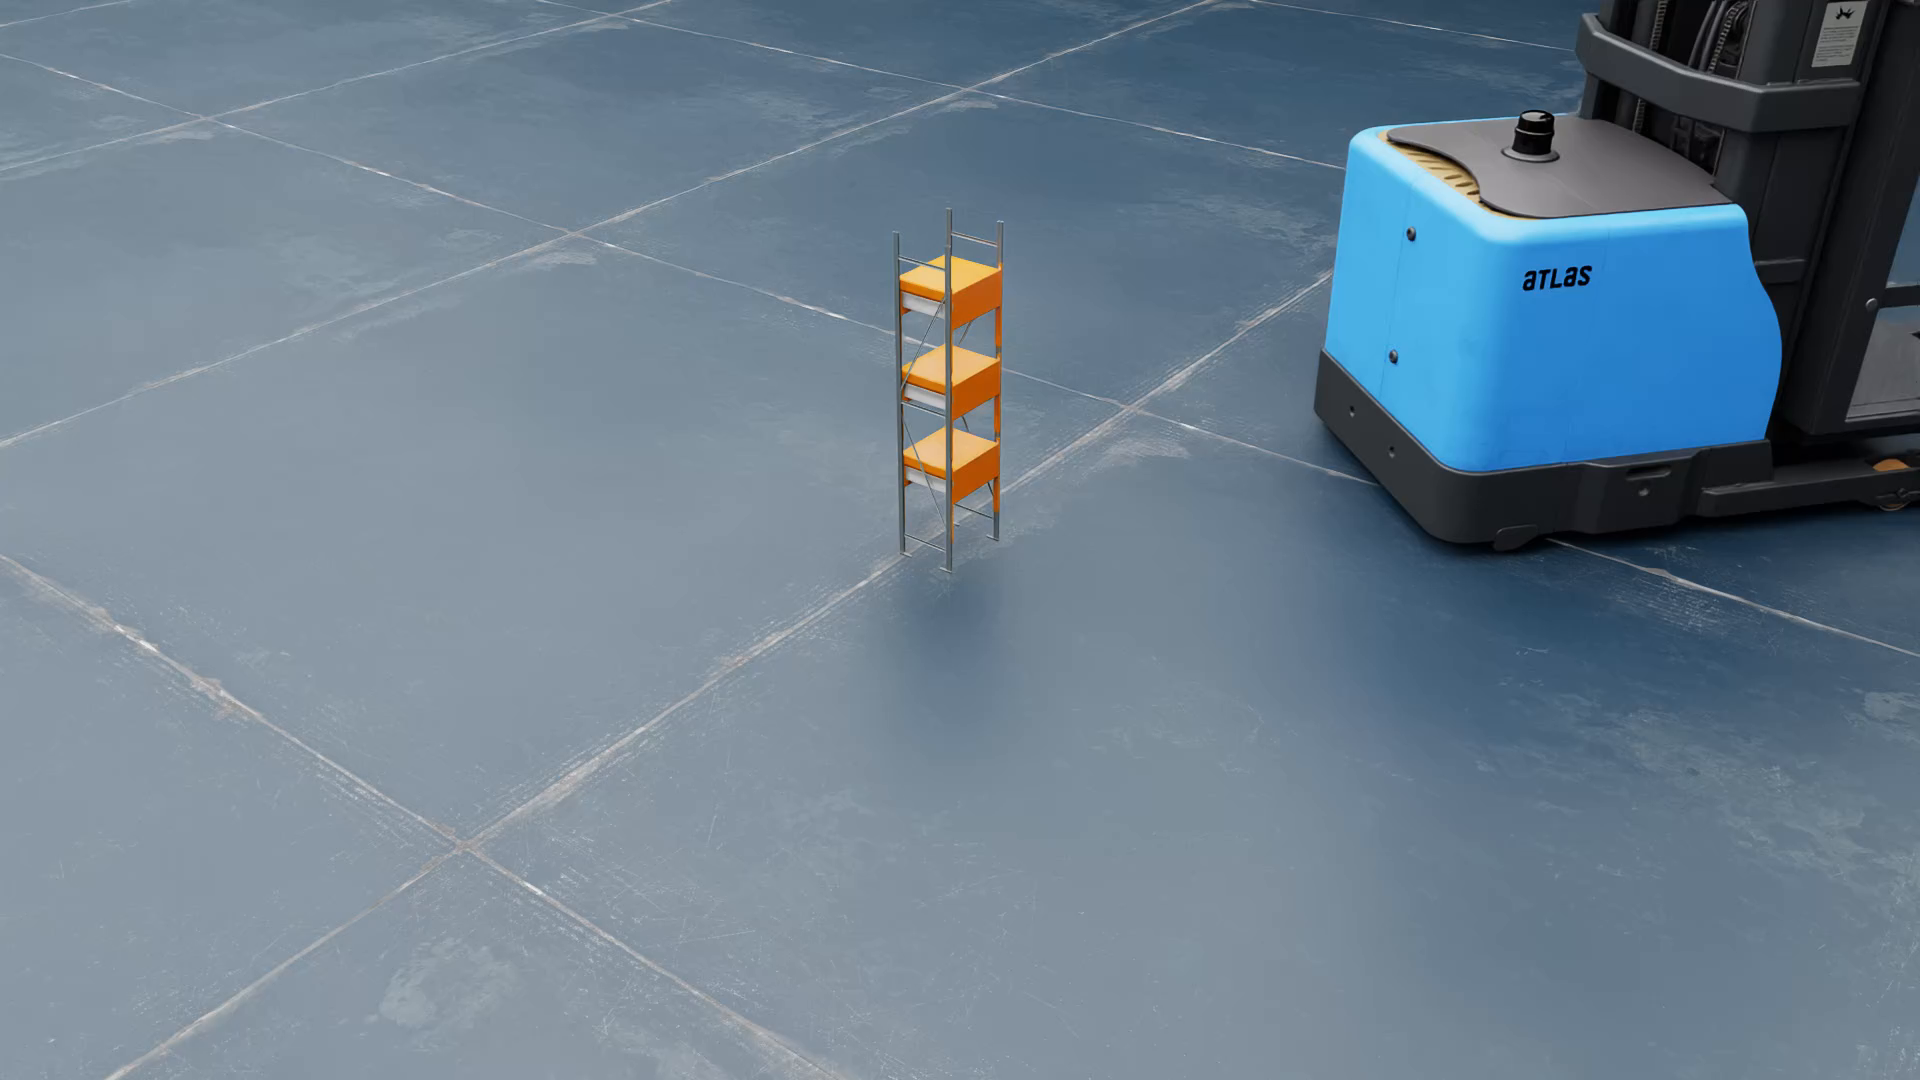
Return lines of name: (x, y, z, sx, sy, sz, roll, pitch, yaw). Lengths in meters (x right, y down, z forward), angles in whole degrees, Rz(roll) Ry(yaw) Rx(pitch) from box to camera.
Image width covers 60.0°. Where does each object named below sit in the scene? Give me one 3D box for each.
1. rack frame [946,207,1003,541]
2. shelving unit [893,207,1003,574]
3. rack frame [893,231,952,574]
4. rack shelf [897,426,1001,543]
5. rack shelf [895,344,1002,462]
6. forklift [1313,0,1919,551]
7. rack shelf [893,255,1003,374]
rack frame: (0.041, -0.479, 5.029, 0.200, 1.050, 0.008, 21, 37, 31)
shelving unit: (-0.032, -0.430, 4.946, 0.215, 1.050, 0.252, 21, 37, 31)
rack frame: (-0.106, -0.380, 4.862, 0.200, 1.050, 0.008, 21, 37, 31)
rack shelf: (-0.032, -0.182, 5.093, 0.215, 0.259, 0.240, 21, 37, 31)
rack shelf: (-0.032, -0.421, 4.951, 0.215, 0.259, 0.240, 21, 37, 31)
forklift: (2.823, -1.611, 5.093, 3.031, 2.935, 1.130, -7, 31, -11)
rack shelf: (-0.032, -0.665, 4.806, 0.215, 0.259, 0.240, 21, 37, 31)
